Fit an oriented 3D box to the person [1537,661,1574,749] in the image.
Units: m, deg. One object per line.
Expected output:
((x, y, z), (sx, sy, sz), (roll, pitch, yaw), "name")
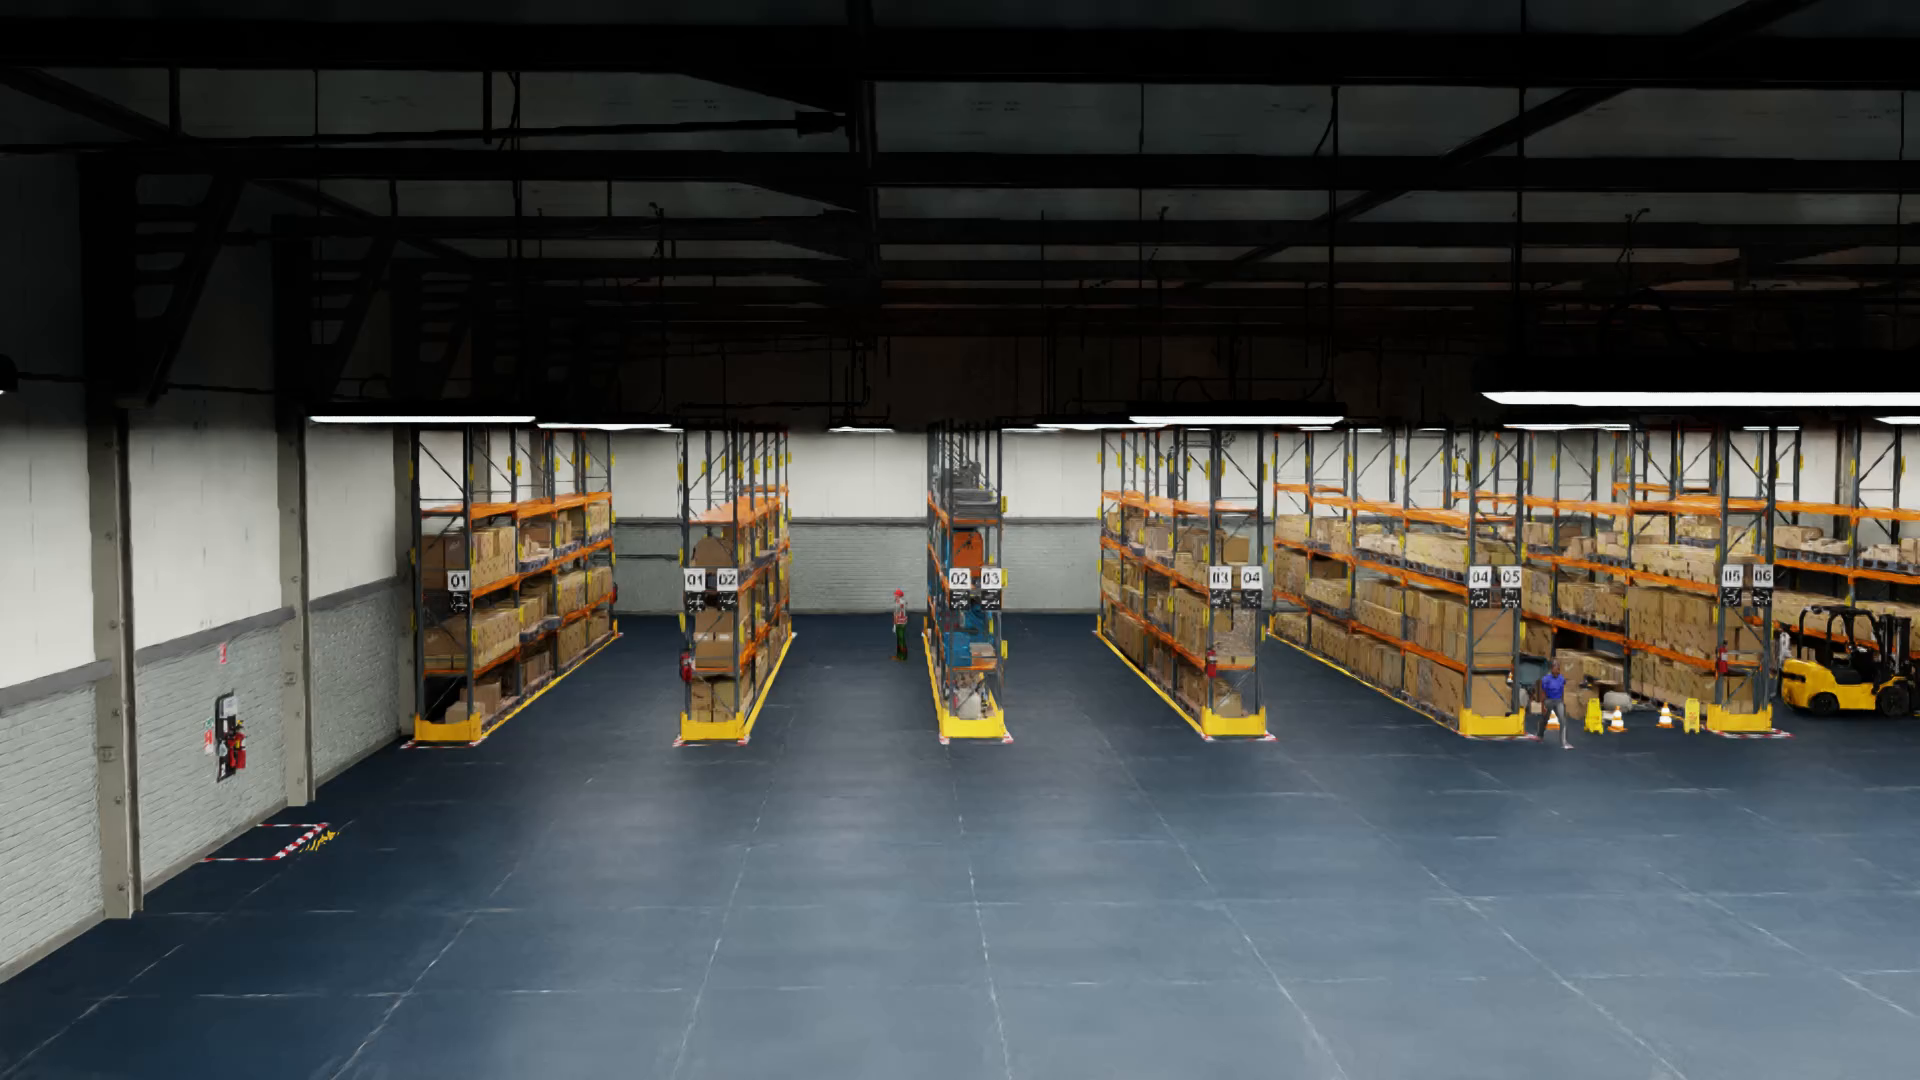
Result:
((10.811, 2.977, 30.319), (0.447, 1.574, 1.088), (0, 4, 0), "person")

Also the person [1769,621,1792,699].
((17.751, 2.579, 35.896), (0.515, 1.672, 0.560), (2, 4, 26), "person")

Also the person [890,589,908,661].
((-1.549, 2.131, 41.909), (0.550, 1.787, 0.628), (1, 4, 16), "person")
